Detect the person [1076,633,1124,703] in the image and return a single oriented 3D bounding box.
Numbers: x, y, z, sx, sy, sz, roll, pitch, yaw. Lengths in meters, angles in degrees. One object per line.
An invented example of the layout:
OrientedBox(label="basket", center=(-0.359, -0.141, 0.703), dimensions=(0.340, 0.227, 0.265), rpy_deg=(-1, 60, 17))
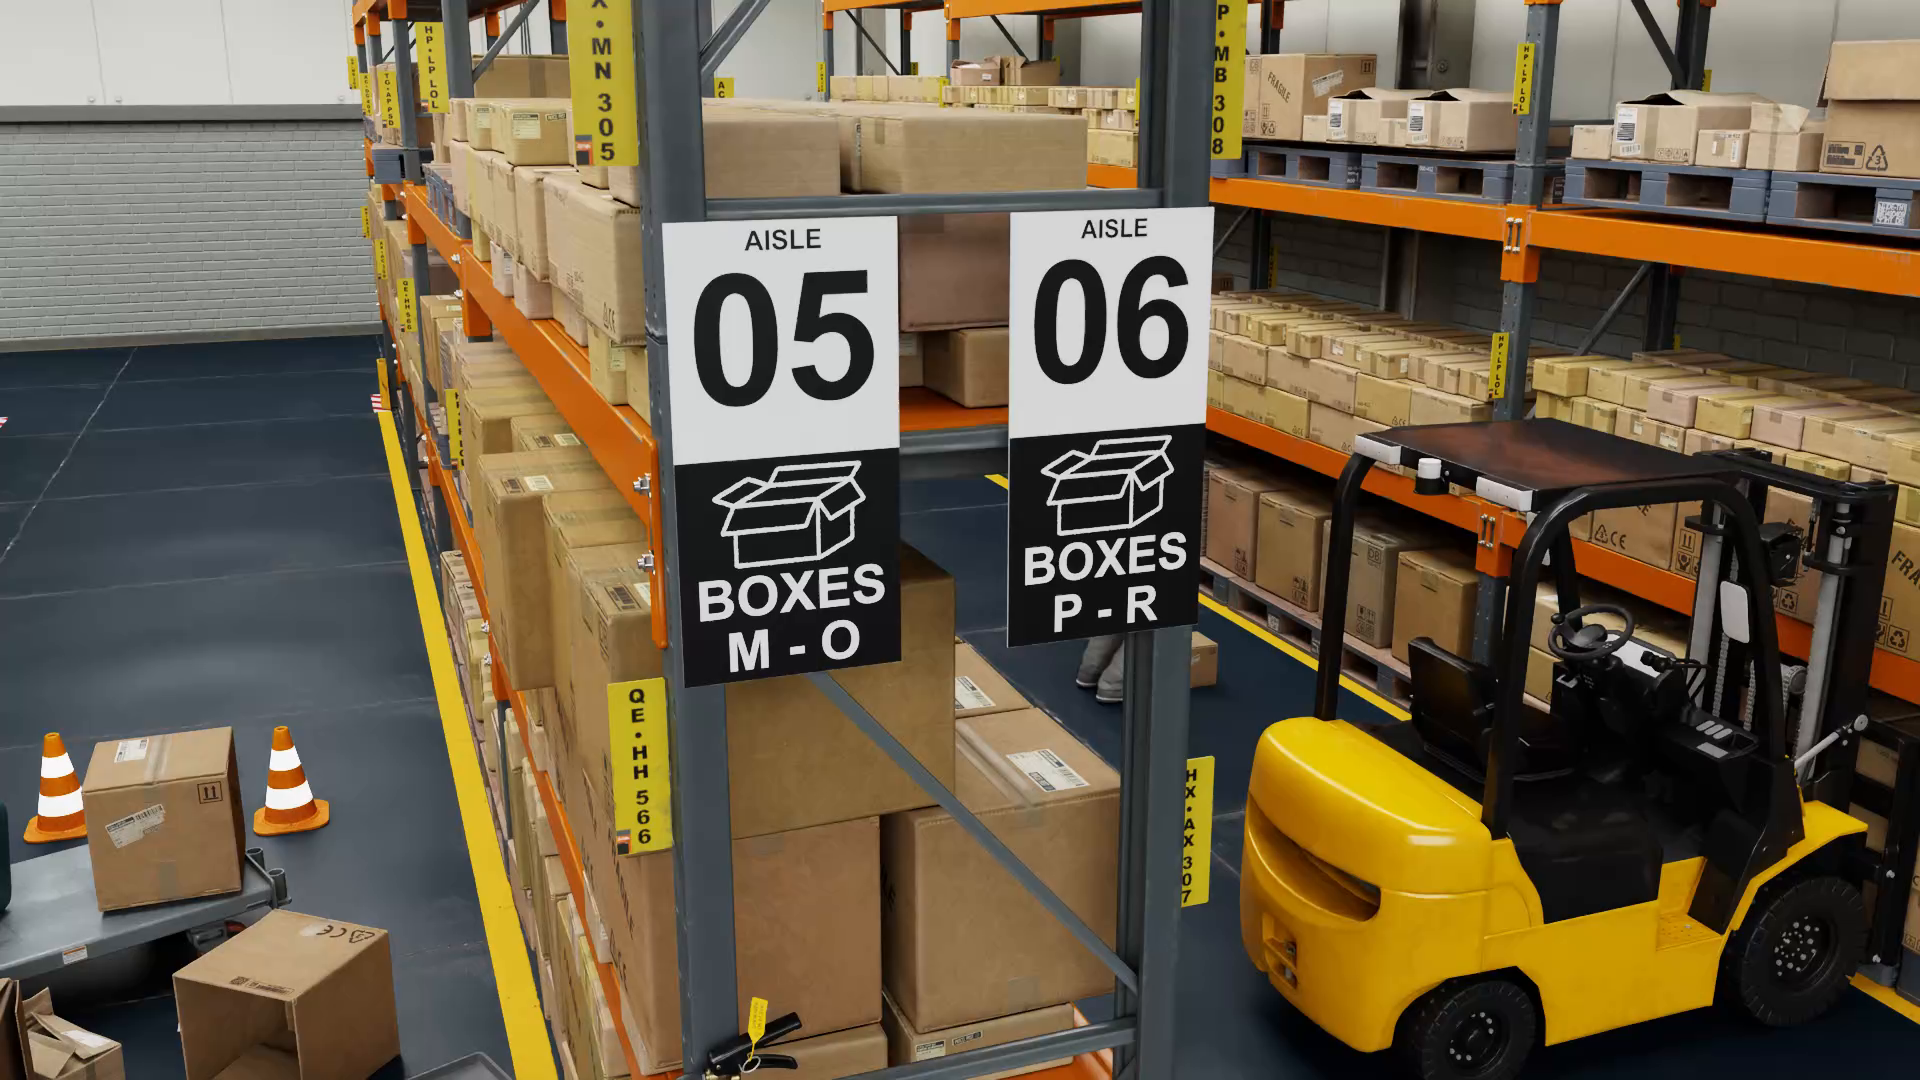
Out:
OrientedBox(label="person", center=(0.946, 0.239, 9.522), dimensions=(0.868, 1.292, 0.586), rpy_deg=(-6, 17, -20))
